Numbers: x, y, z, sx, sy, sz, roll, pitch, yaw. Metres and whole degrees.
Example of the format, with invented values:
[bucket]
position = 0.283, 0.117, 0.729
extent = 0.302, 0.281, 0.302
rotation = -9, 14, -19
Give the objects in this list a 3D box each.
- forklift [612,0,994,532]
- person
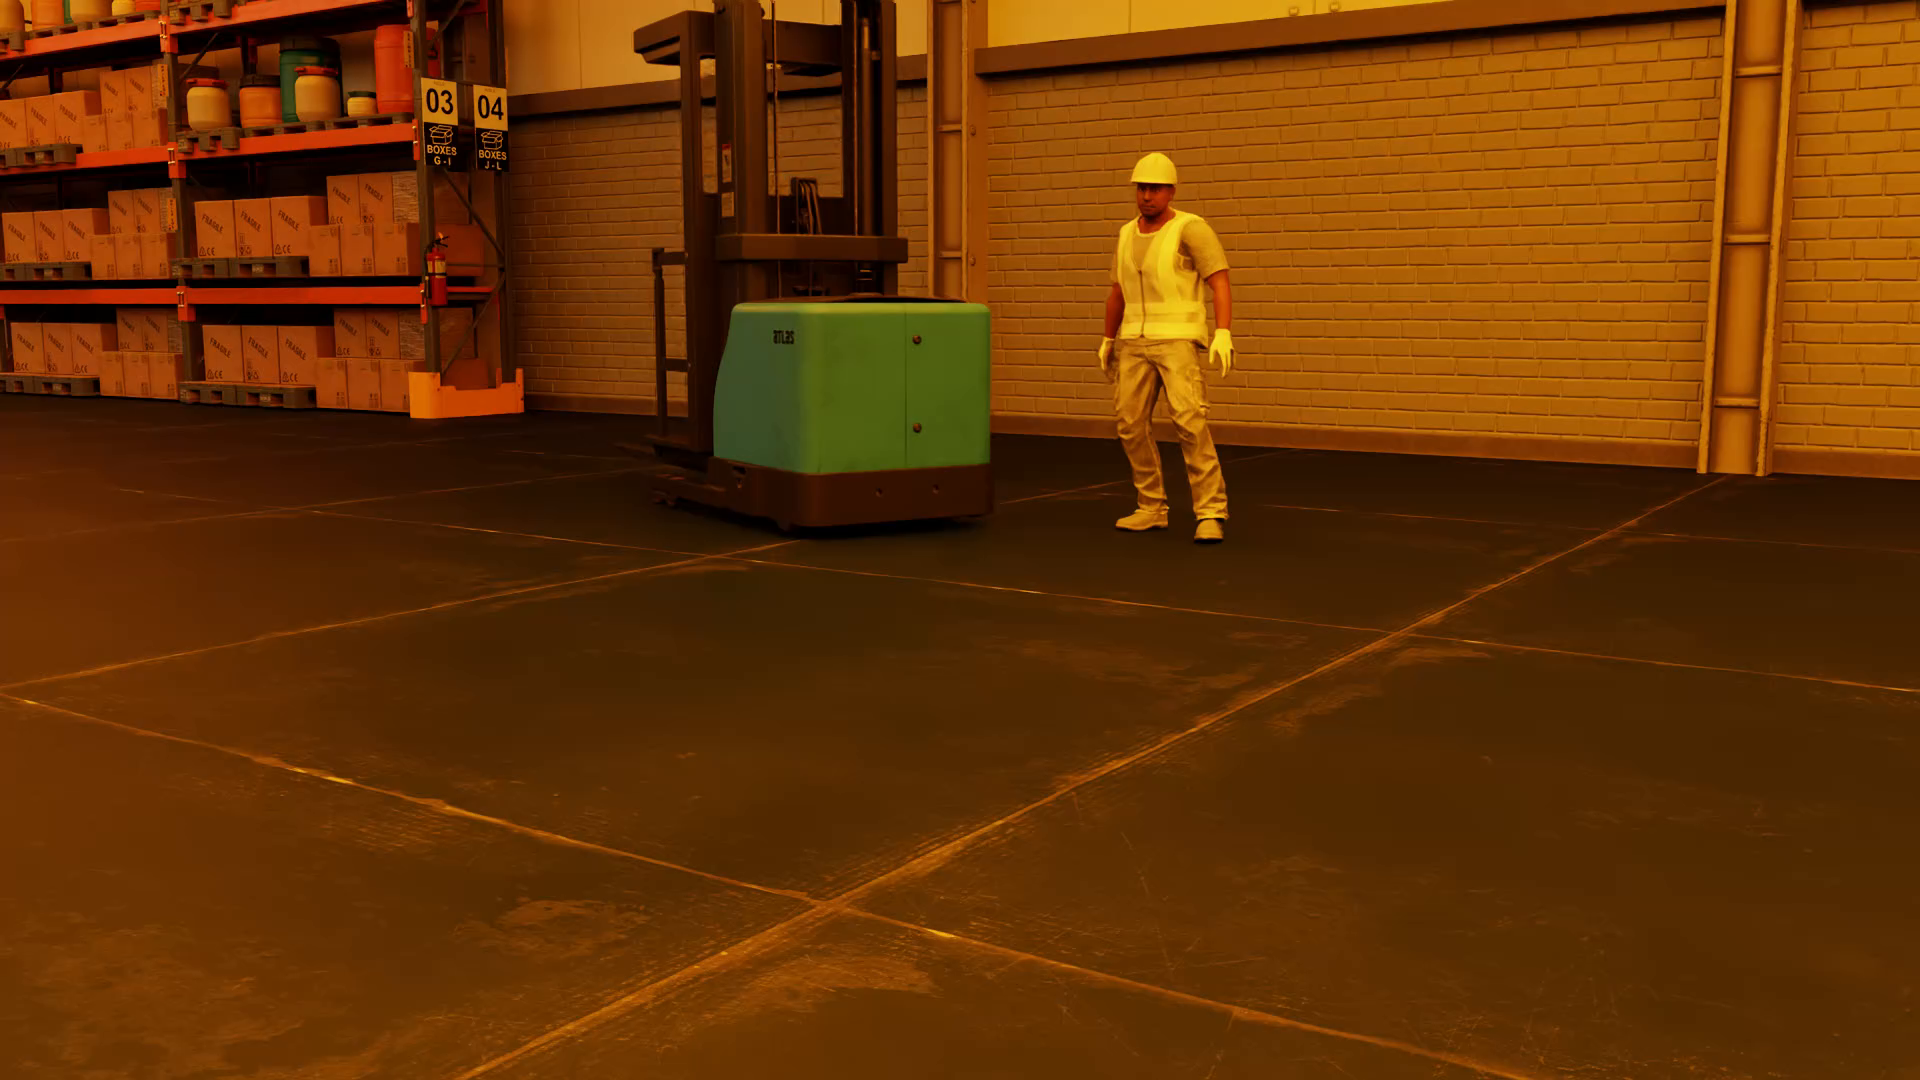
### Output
[forklift]
position = -1.037, -1.653, 8.821
extent = 1.130, 2.935, 3.031
rotation = -5, 9, -31
[person]
position = 0.934, -0.904, 7.744
extent = 0.840, 1.751, 0.426
rotation = 8, 11, 43
